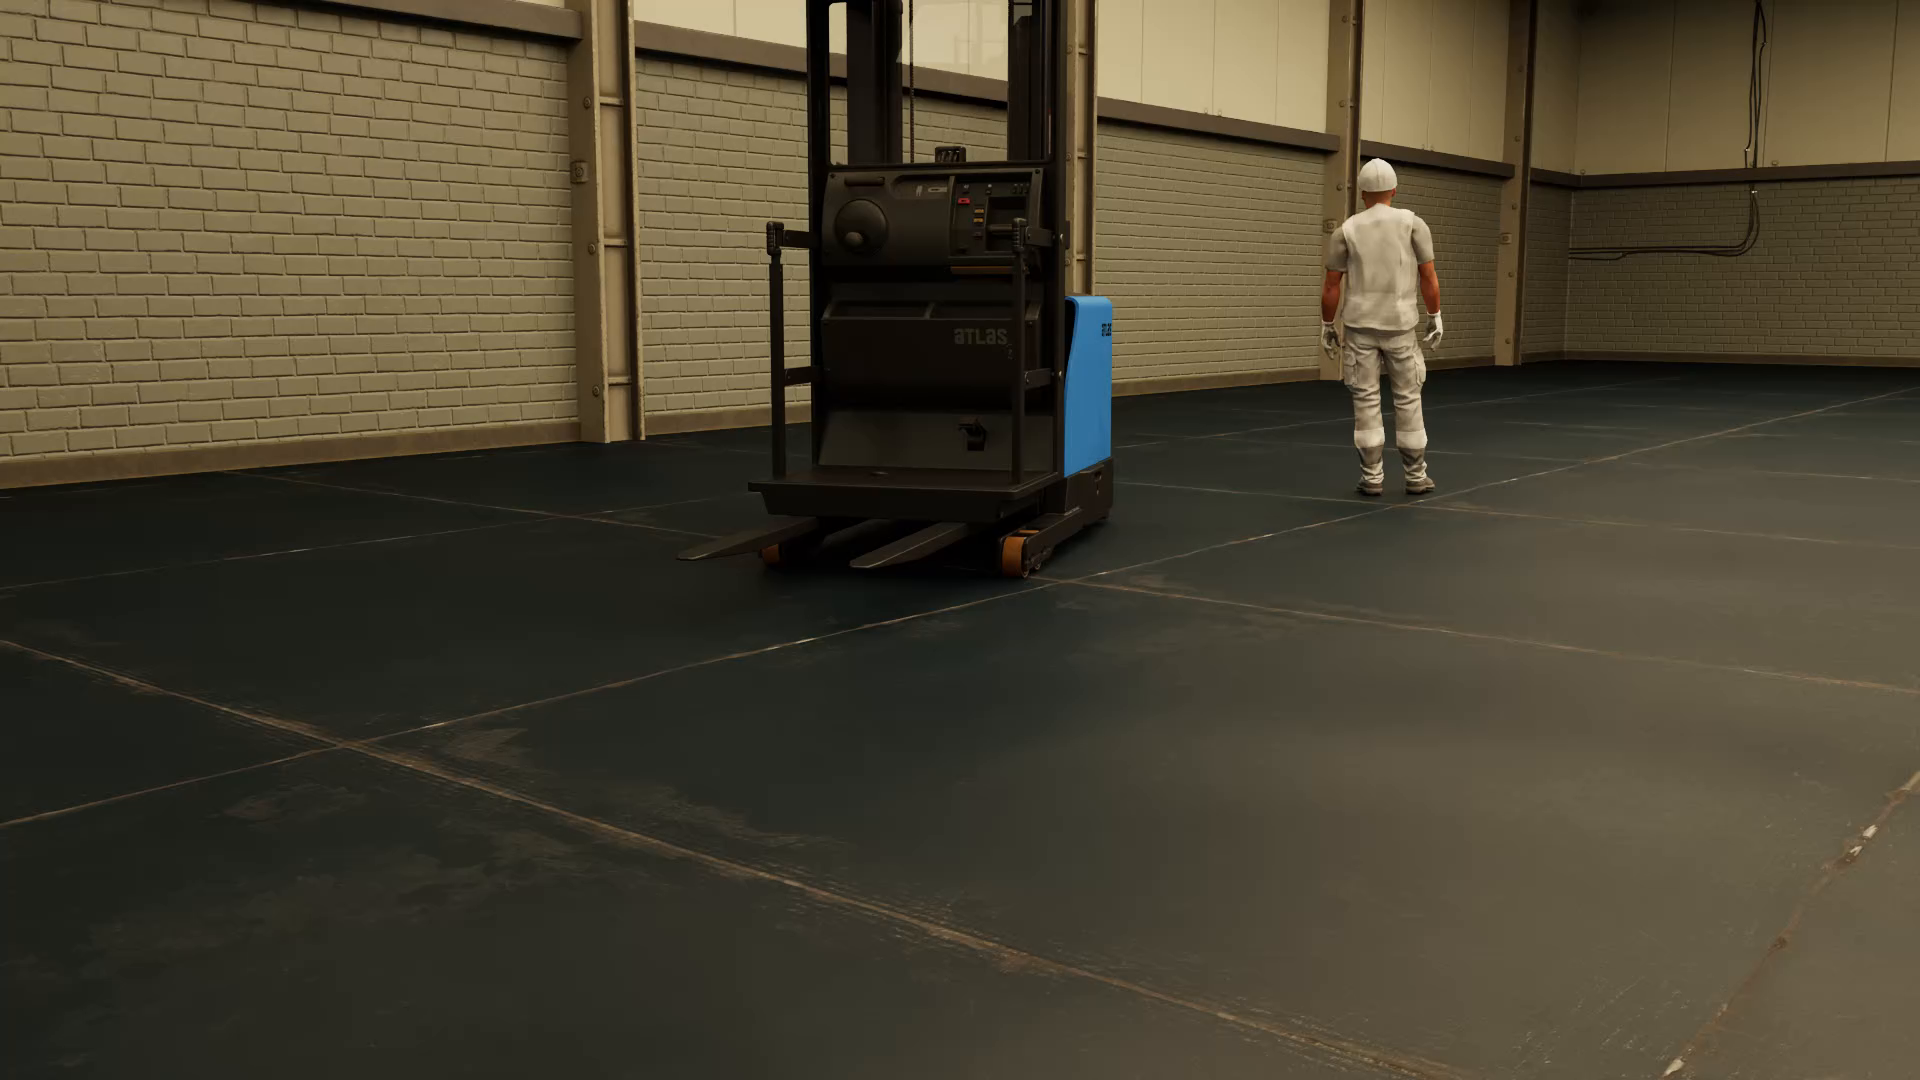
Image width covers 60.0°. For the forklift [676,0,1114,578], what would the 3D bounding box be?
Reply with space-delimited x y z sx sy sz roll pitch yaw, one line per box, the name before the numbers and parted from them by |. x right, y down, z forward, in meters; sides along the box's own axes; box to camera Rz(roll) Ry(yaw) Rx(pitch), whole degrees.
forklift | -0.176 -1.366 6.616 1.130 2.935 3.031 3 9 17

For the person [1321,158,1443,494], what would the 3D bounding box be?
person | 2.291 -1.150 9.031 0.637 1.787 0.564 2 9 16
